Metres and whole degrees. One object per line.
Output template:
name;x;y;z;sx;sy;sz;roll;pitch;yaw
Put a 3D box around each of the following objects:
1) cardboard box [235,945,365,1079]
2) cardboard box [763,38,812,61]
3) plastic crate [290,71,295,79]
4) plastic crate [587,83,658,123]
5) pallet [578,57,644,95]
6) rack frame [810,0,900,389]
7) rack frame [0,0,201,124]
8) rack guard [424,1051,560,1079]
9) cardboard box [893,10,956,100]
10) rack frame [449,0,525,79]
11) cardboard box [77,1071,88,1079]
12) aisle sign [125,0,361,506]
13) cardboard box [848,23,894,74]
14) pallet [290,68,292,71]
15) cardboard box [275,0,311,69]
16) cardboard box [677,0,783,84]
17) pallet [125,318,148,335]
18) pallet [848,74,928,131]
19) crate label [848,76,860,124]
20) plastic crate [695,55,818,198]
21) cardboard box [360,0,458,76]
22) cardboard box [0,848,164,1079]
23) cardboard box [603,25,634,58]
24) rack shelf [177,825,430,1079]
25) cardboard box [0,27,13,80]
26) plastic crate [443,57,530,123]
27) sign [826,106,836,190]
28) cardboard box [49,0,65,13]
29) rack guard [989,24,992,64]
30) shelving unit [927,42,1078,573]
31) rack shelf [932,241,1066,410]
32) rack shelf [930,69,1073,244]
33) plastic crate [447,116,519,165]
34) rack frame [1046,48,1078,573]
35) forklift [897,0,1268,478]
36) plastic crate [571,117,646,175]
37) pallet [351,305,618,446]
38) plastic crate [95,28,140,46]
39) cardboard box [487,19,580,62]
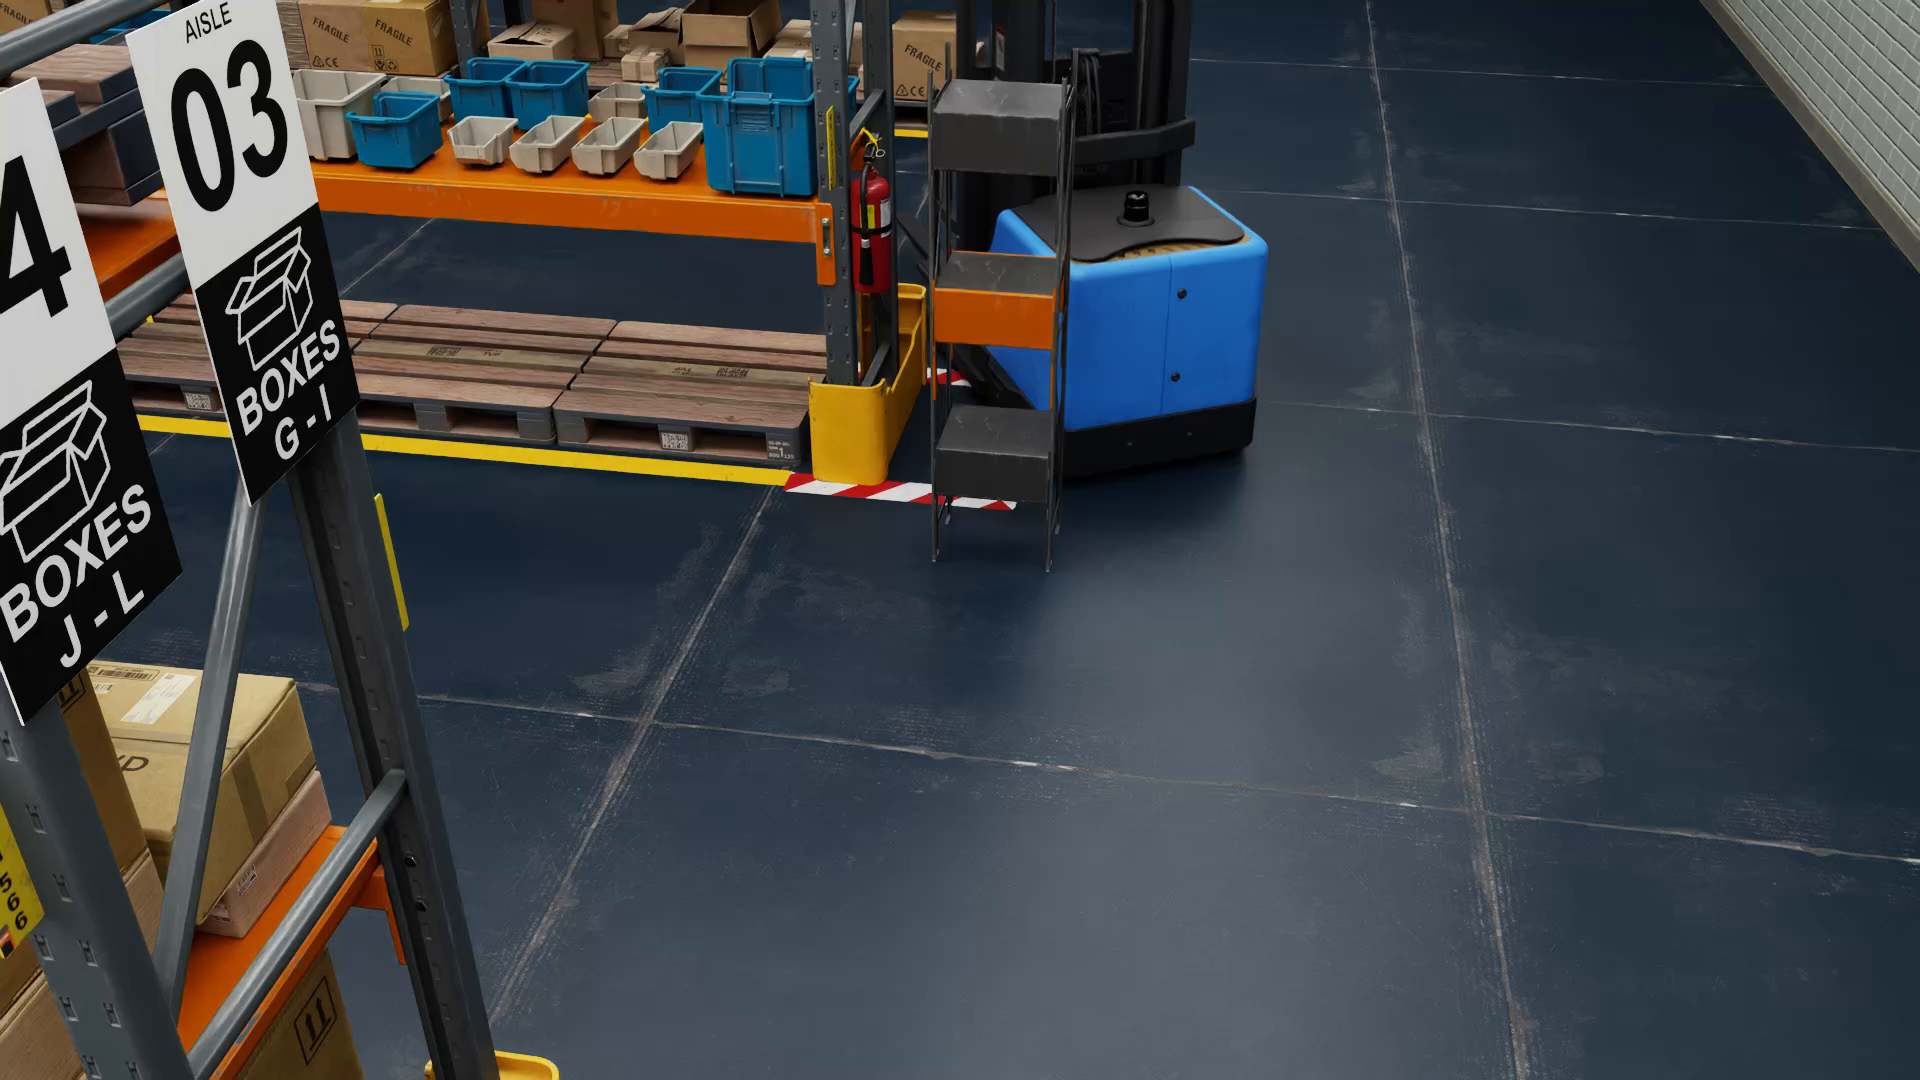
cardboard box;-1.930;1.466;3.687;0.875;0.875;0.875;5;32;8
cardboard box;-1.124;-3.463;12.132;0.500;0.250;0.500;5;32;8
plastic crate;-3.247;-2.138;8.041;0.590;0.125;0.437;5;32;8
plastic crate;-1.611;-2.072;7.925;0.298;0.136;0.250;5;32;8
pallet;-2.882;-3.535;12.699;1.213;0.211;1.003;5;32;8
rack frame;-0.452;-1.832;7.349;0.127;3.000;1.000;5;32;8
rack frame;-1.286;-1.784;1.619;0.127;3.000;1.000;5;32;8
rack guard;-1.262;1.821;3.870;0.348;0.500;1.175;5;32;8
cardboard box;-0.193;-3.469;11.906;0.500;0.500;0.500;5;32;8
rack frame;-3.558;-4.779;12.058;0.127;3.000;1.000;5;32;8
cardboard box;-1.692;1.006;3.053;0.250;0.149;0.380;6;33;9
aisle sign;-1.164;-0.494;2.761;0.004;0.787;0.394;5;32;8
cardboard box;-0.597;-3.684;12.486;0.500;0.250;0.500;5;32;8
pallet;-5.573;-3.757;13.054;1.213;0.211;1.003;5;32;8
cardboard box;-5.073;-3.894;12.585;0.500;0.500;0.500;6;32;9
cardboard box;-1.706;-3.742;12.340;0.637;0.503;0.797;5;32;8
pallet;-5.149;-1.097;8.804;1.213;0.211;1.003;5;32;8
pallet;-0.476;-3.317;12.351;1.213;0.211;1.003;5;32;8
crate label;-0.640;-1.980;7.688;0.303;0.233;0.416;5;32;8
plastic crate;-0.814;-1.804;7.215;0.499;0.435;0.616;5;32;8
cardboard box;-4.093;-3.800;12.435;0.500;0.500;0.500;5;32;8
cardboard box;-1.808;0.792;3.019;0.500;0.250;0.500;5;32;7
cardboard box;-2.569;-3.852;12.850;0.250;0.149;0.380;5;32;8
rack shelf;-3.257;0.885;3.687;4.000;0.370;1.077;5;32;8
cardboard box;-1.807;-0.794;2.280;0.500;0.500;0.700;3;32;5
plastic crate;-2.234;-2.125;7.918;0.300;0.233;0.416;5;32;8
sign;-0.529;-1.612;6.844;0.005;0.325;0.100;5;32;8
cardboard box;-6.584;-4.029;12.801;0.500;0.500;0.500;4;32;6
rack guard;0.310;-3.369;12.161;0.348;0.500;1.175;5;32;8
shelving unit;0.163;-0.875;6.669;0.503;2.100;0.431;5;32;8
rack shelf;0.163;-0.864;6.677;0.480;0.518;0.431;5;32;8
rack shelf;0.163;-1.457;6.305;0.480;0.518;0.431;5;32;8
plastic crate;-2.144;-1.786;7.468;0.250;0.136;0.298;5;32;8
rack frame;0.404;-0.853;6.634;0.015;2.100;0.400;5;32;8
forklift;0.426;-2.298;8.160;1.130;2.935;3.031;-10;33;-16
plastic crate;-1.570;-1.757;7.422;0.243;0.136;0.396;5;32;8
pallet;-2.458;-0.854;8.415;1.213;0.211;1.003;5;32;8
plastic crate;-3.557;-2.030;7.550;0.583;0.464;0.402;5;32;8
cardboard box;-3.181;-3.675;12.414;0.500;0.311;0.500;5;32;8
